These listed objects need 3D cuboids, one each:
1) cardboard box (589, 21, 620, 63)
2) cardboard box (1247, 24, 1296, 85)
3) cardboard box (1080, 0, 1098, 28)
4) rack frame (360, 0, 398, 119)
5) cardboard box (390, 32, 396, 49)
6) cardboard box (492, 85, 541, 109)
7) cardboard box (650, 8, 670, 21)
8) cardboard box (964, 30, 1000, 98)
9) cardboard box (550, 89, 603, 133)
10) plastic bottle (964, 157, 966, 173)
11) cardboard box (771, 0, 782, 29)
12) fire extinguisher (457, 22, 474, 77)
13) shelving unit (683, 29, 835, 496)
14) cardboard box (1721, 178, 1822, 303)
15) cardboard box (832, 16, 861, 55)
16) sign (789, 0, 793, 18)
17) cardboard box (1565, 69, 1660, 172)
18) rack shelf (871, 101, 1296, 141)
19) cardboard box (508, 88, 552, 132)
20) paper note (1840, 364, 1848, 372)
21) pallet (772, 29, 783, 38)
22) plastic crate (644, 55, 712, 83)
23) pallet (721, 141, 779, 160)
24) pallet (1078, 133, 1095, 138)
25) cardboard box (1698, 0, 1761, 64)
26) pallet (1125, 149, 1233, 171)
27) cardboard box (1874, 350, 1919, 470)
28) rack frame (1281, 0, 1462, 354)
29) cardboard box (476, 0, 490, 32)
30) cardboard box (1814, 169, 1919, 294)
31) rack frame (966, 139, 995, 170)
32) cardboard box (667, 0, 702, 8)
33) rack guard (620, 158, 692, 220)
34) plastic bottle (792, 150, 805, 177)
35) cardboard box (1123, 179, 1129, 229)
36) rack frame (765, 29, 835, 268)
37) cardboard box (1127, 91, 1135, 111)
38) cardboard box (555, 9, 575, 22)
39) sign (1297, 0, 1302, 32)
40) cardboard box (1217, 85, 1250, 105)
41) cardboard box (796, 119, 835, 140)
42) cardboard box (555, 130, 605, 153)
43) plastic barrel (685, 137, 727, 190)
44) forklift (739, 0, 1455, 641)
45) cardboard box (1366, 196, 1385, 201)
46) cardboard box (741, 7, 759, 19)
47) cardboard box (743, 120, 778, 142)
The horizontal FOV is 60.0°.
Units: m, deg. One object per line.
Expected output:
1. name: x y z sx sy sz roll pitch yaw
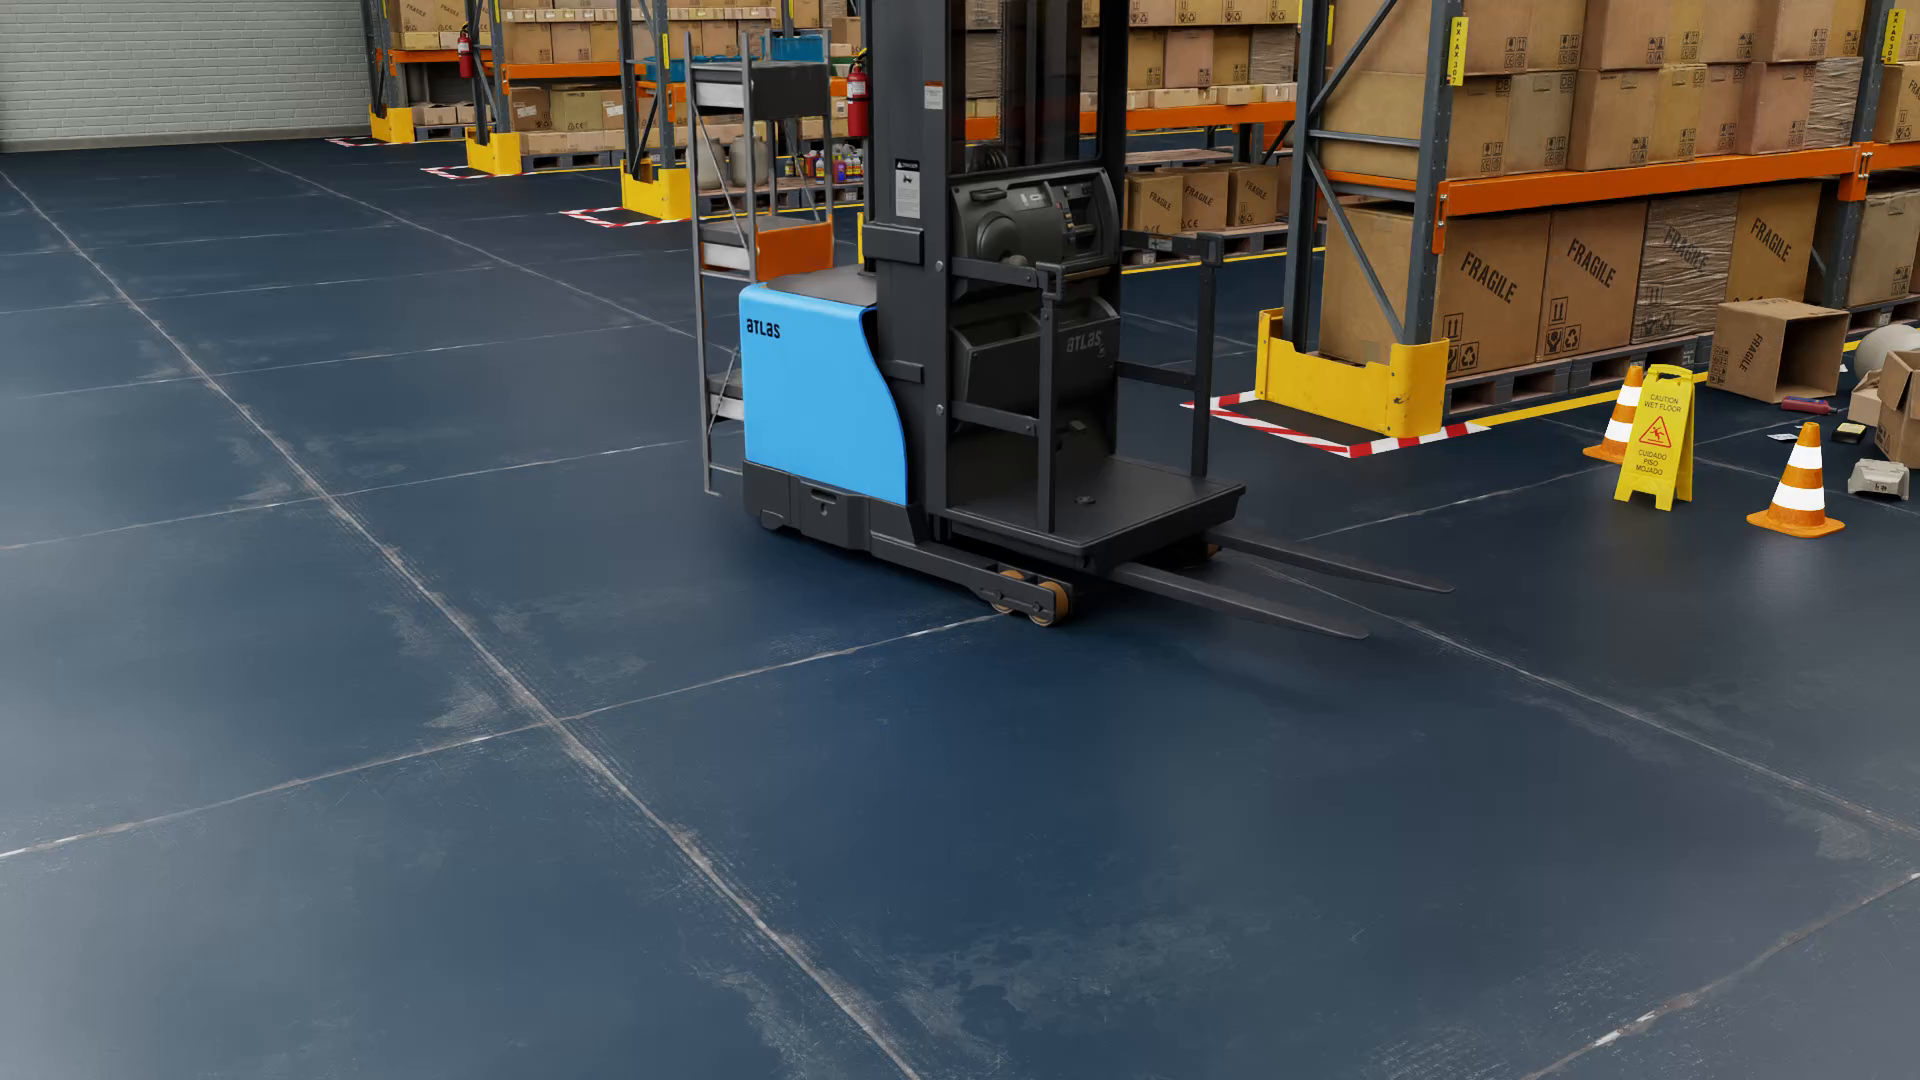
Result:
1. cardboard box: -4.655 -6.442 21.461 0.500 0.500 0.700 -12 22 -31
2. cardboard box: 2.471 -4.316 14.708 0.500 0.500 0.875 -12 22 -31
3. cardboard box: 0.987 -4.347 13.237 0.500 0.500 0.500 -12 22 -31
4. rack frame: -8.633 -7.461 24.630 0.127 3.000 1.000 -12 22 -31
5. cardboard box: -8.349 -7.533 25.048 0.500 0.250 0.500 -12 22 -31
6. cardboard box: -6.889 -6.799 25.889 0.500 0.500 0.700 -14 23 -35
7. cardboard box: -3.955 -6.820 21.564 0.250 0.149 0.380 -11 22 -30
8. cardboard box: 0.014 -3.764 13.074 0.500 0.500 0.875 -12 22 -31
9. cardboard box: -4.919 -5.512 21.331 0.500 0.500 0.500 -12 22 -31
10. plastic bottle: 0.025 -4.251 18.818 0.097 0.201 0.097 0 19 0
11. cardboard box: -3.367 -8.815 27.792 0.500 0.500 0.700 -12 22 -31
12. fire extinguisher: -6.260 -6.203 21.031 0.183 0.674 0.296 -12 22 -31
13. shelving unit: -0.893 -1.239 7.626 0.431 2.100 0.503 15 23 37
14. cardboard box: 4.960 -1.947 10.981 0.875 0.875 0.875 -12 22 -31
15. cardboard box: -1.474 -7.112 23.442 0.500 0.500 0.500 -10 21 -28
16. sign: -2.258 -7.140 22.207 0.005 0.325 0.100 -12 22 -31
17. cardboard box: 3.452 -2.458 9.597 0.550 0.550 0.875 -12 22 -31
18. rack shelf: 1.210 -3.498 14.030 4.000 0.370 1.077 -12 22 -31
19. cardboard box: -5.621 -5.562 21.480 0.500 0.500 0.500 -12 22 -31
20. paper note: 5.460 -1.079 10.389 0.147 0.020 0.142 5 19 16
21. pallet: -3.582 -8.419 27.765 1.213 0.211 1.003 -12 22 -31
22. plastic crate: -2.931 -4.909 17.313 0.616 0.251 0.499 -12 22 -31
23. pallet: -3.252 -5.391 22.862 1.213 0.211 1.003 -12 22 -31
24. pallet: 1.420 -6.346 25.686 1.213 0.211 1.003 -12 22 -31
25. cardboard box: 4.275 -3.187 10.067 0.550 0.550 0.875 -12 22 -31
26. pallet: 2.829 -4.773 21.033 1.213 0.211 1.003 -12 22 -31
27. cardboard box: 5.065 -0.639 8.350 0.797 0.503 0.637 5 19 16
28. rack frame: 2.183 -2.142 8.896 0.127 3.000 1.000 -12 22 -31
29. cardboard box: -7.216 -7.932 25.055 0.500 0.500 0.500 -13 22 -33
30. cardboard box: 6.801 -2.282 12.167 0.750 0.750 1.050 -12 22 -31
31. rack frame: 0.156 -5.515 18.876 0.127 3.000 1.000 -12 22 -31
32. cardboard box: -3.772 -7.246 21.812 0.500 0.500 0.700 -12 22 -31
33. rack guard: -3.147 -3.653 17.269 0.348 0.500 1.175 -12 22 -31
34. plastic bottle: -1.804 -4.199 18.535 0.133 0.283 0.061 -11 22 -30
35. cardboard box: 1.084 -2.826 14.168 0.500 0.500 0.500 -10 21 -26
36. rack frame: -0.737 -1.298 7.804 0.400 2.100 0.015 15 23 37
37. cardboard box: 1.215 -3.592 13.578 0.250 0.149 0.380 -12 22 -31
38. cardboard box: -5.031 -6.593 20.895 0.250 0.149 0.380 -12 22 -31
39. sign: 1.896 -2.950 9.109 0.005 0.325 0.100 -12 22 -31
40. cardboard box: 2.259 -3.812 14.229 0.250 0.149 0.380 -12 22 -31
41. cardboard box: -2.092 -5.742 23.184 0.500 0.250 0.500 -13 22 -33
42. cardboard box: -4.920 -5.157 21.452 0.500 0.250 0.500 -12 22 -31
43. plastic barrel: -2.677 -3.968 17.526 0.421 0.512 0.421 0 19 0
44. forklift: 0.461 -1.252 6.373 3.031 2.935 1.130 16 25 40
45. cardboard box: 3.814 -3.396 15.823 0.500 0.500 0.700 -12 22 -32
46. cardboard box: -2.882 -7.047 22.238 0.250 0.149 0.380 -12 22 -33
47. cardboard box: -2.832 -5.597 22.755 0.500 0.250 0.500 -12 22 -31
